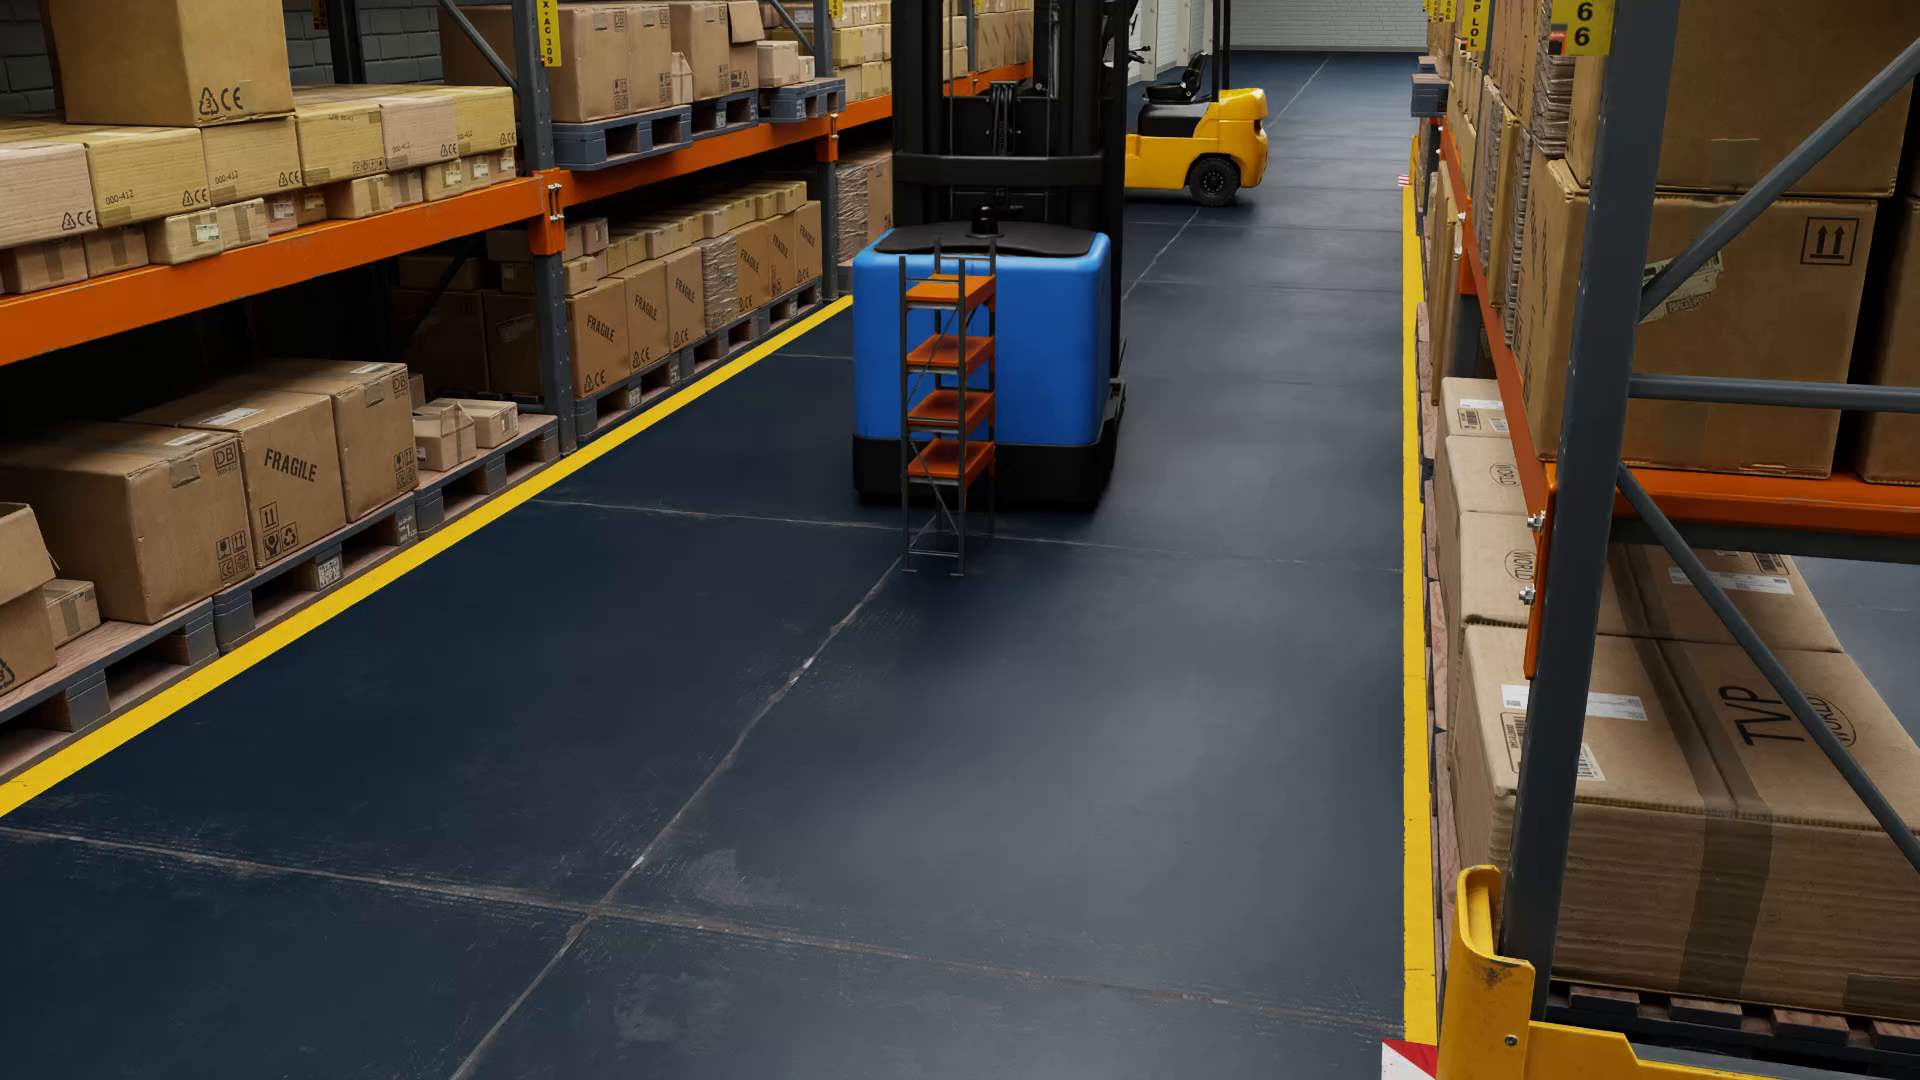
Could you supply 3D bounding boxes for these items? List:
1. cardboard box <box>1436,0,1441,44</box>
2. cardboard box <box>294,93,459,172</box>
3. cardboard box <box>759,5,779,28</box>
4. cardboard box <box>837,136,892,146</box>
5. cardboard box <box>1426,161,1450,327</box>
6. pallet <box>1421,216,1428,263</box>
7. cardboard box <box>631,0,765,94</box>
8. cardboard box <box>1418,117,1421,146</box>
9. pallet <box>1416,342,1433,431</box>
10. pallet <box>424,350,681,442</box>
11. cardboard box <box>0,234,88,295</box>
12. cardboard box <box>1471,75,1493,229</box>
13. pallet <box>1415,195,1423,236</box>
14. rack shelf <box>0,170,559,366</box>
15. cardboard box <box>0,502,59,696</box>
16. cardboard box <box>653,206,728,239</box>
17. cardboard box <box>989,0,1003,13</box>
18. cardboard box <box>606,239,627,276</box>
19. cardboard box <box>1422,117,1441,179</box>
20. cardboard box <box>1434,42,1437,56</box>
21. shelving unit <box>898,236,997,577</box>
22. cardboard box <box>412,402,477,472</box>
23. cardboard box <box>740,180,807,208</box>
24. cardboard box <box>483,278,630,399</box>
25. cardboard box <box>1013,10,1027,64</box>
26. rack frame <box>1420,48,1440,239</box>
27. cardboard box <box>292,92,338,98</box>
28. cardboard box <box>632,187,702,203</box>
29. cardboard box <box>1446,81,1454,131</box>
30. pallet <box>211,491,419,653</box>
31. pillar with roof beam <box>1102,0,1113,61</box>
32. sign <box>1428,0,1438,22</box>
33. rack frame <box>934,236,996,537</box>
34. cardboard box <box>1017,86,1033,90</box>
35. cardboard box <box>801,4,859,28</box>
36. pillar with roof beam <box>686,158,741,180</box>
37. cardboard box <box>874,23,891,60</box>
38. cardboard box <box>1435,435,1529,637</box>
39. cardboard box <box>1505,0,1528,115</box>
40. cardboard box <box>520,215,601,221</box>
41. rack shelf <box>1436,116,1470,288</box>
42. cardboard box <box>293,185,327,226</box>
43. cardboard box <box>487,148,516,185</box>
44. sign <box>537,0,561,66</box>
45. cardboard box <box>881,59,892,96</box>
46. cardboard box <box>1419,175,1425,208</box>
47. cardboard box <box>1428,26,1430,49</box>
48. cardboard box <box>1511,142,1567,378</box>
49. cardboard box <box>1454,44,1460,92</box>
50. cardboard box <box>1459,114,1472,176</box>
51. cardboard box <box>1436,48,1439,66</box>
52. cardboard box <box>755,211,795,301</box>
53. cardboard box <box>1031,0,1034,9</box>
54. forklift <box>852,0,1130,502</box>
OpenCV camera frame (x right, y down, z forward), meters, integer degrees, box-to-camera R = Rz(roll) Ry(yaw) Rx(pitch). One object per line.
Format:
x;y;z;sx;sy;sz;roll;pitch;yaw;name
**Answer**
3.681;-3.770;11.821;0.500;0.500;0.500;4;19;11;cardboard box
-2.320;-1.597;6.493;0.500;0.250;0.500;5;19;14;cardboard box
-1.463;-3.590;11.399;0.380;0.149;0.250;5;20;15;cardboard box
-0.683;-3.039;13.969;0.875;0.625;0.625;4;19;13;cardboard box
3.218;-1.710;9.691;0.875;0.875;0.875;4;19;13;cardboard box
4.256;-2.417;13.437;1.003;0.211;1.213;5;19;13;pallet
-1.566;-2.839;9.549;0.797;0.503;0.637;4;19;12;cardboard box
4.952;-4.248;16.929;0.500;0.500;0.500;4;19;12;cardboard box
2.902;-0.785;8.659;1.003;0.211;1.213;5;19;13;pallet
-2.162;-0.802;8.710;1.003;0.211;1.213;5;19;13;pallet
-2.786;-0.816;4.823;0.380;0.149;0.250;5;20;15;cardboard box
2.122;-1.394;5.973;0.500;0.500;0.500;5;20;15;cardboard box
4.575;-2.874;14.776;1.003;0.211;1.213;5;19;13;pallet
-2.813;-0.897;5.785;1.077;0.370;4.000;5;19;13;rack shelf
-3.060;0.188;4.708;0.797;0.503;0.637;4;19;11;cardboard box
-1.573;-1.852;9.684;0.380;0.149;0.250;4;19;11;cardboard box
0.194;-5.041;15.649;0.380;0.149;0.250;5;20;15;cardboard box
-1.934;-1.452;8.513;0.380;0.149;0.250;4;19;11;cardboard box
4.329;-3.440;14.561;0.500;0.500;0.500;4;19;13;cardboard box
4.312;-4.328;14.102;0.500;0.500;0.500;4;19;12;cardboard box
-0.040;-0.516;6.342;0.258;1.200;0.503;5;19;13;shelving unit
-2.262;-0.459;6.971;0.396;0.266;0.258;5;20;15;cardboard box
-1.222;-2.266;10.894;0.380;0.149;0.250;4;19;11;cardboard box
-1.988;-1.014;8.232;0.500;0.500;0.500;6;20;16;cardboard box
0.370;-5.016;16.579;0.500;0.500;0.500;5;19;14;cardboard box
4.445;-3.981;13.701;1.000;3.000;0.127;5;19;13;rack frame
-2.823;-1.642;6.626;0.500;0.250;0.500;4;19;13;cardboard box
-1.850;-2.136;10.515;0.380;0.149;0.250;5;19;14;cardboard box
3.104;-2.522;9.664;0.500;0.250;0.500;4;19;12;cardboard box
-2.789;0.055;6.202;1.003;0.211;1.213;5;19;13;pallet
6.670;-11.738;27.132;9.100;9.000;0.400;5;19;13;pillar with roof beam
3.917;-4.431;13.679;0.100;0.325;0.005;5;19;13;sign
0.019;-0.592;6.566;0.240;1.200;0.015;5;19;13;rack frame
0.798;-4.827;18.236;0.500;0.250;0.500;5;20;15;cardboard box
-0.919;-3.632;11.523;0.380;0.149;0.250;5;20;15;cardboard box
2.272;-6.096;10.614;9.100;9.000;0.400;5;19;13;pillar with roof beam
-0.732;-3.723;12.404;0.500;0.250;0.500;4;19;12;cardboard box
2.015;0.010;5.333;0.875;0.438;0.875;4;19;12;cardboard box
1.748;-1.388;4.409;0.500;0.500;0.500;5;19;13;cardboard box
-2.239;-1.734;9.337;0.380;0.149;0.250;5;19;14;cardboard box
2.979;-1.760;8.311;1.077;0.370;4.000;5;19;13;rack shelf
-2.537;-1.224;6.019;0.380;0.149;0.250;5;19;14;cardboard box
-2.157;-1.625;7.194;0.380;0.149;0.250;5;19;14;cardboard box
-1.796;-2.233;7.246;0.100;0.325;0.005;5;19;13;sign
-0.754;-3.486;12.484;0.500;0.250;0.500;4;19;12;cardboard box
4.329;-3.085;14.682;0.500;0.250;0.500;6;20;16;cardboard box
4.914;-5.133;16.461;0.500;0.500;0.500;5;20;15;cardboard box
1.511;-0.595;3.634;0.500;0.500;0.500;4;19;12;cardboard box
2.843;-2.436;8.637;0.500;0.250;0.500;5;19;13;cardboard box
2.481;-1.722;7.321;0.500;0.250;0.500;4;19;13;cardboard box
3.658;-3.506;12.050;0.380;0.149;0.250;5;20;15;cardboard box
-1.374;-1.828;10.616;0.500;0.500;0.500;4;19;13;cardboard box
0.547;-5.525;17.066;0.380;0.149;0.250;4;19;12;cardboard box
0.262;-1.982;7.955;1.130;2.935;3.031;3;19;8;forklift
